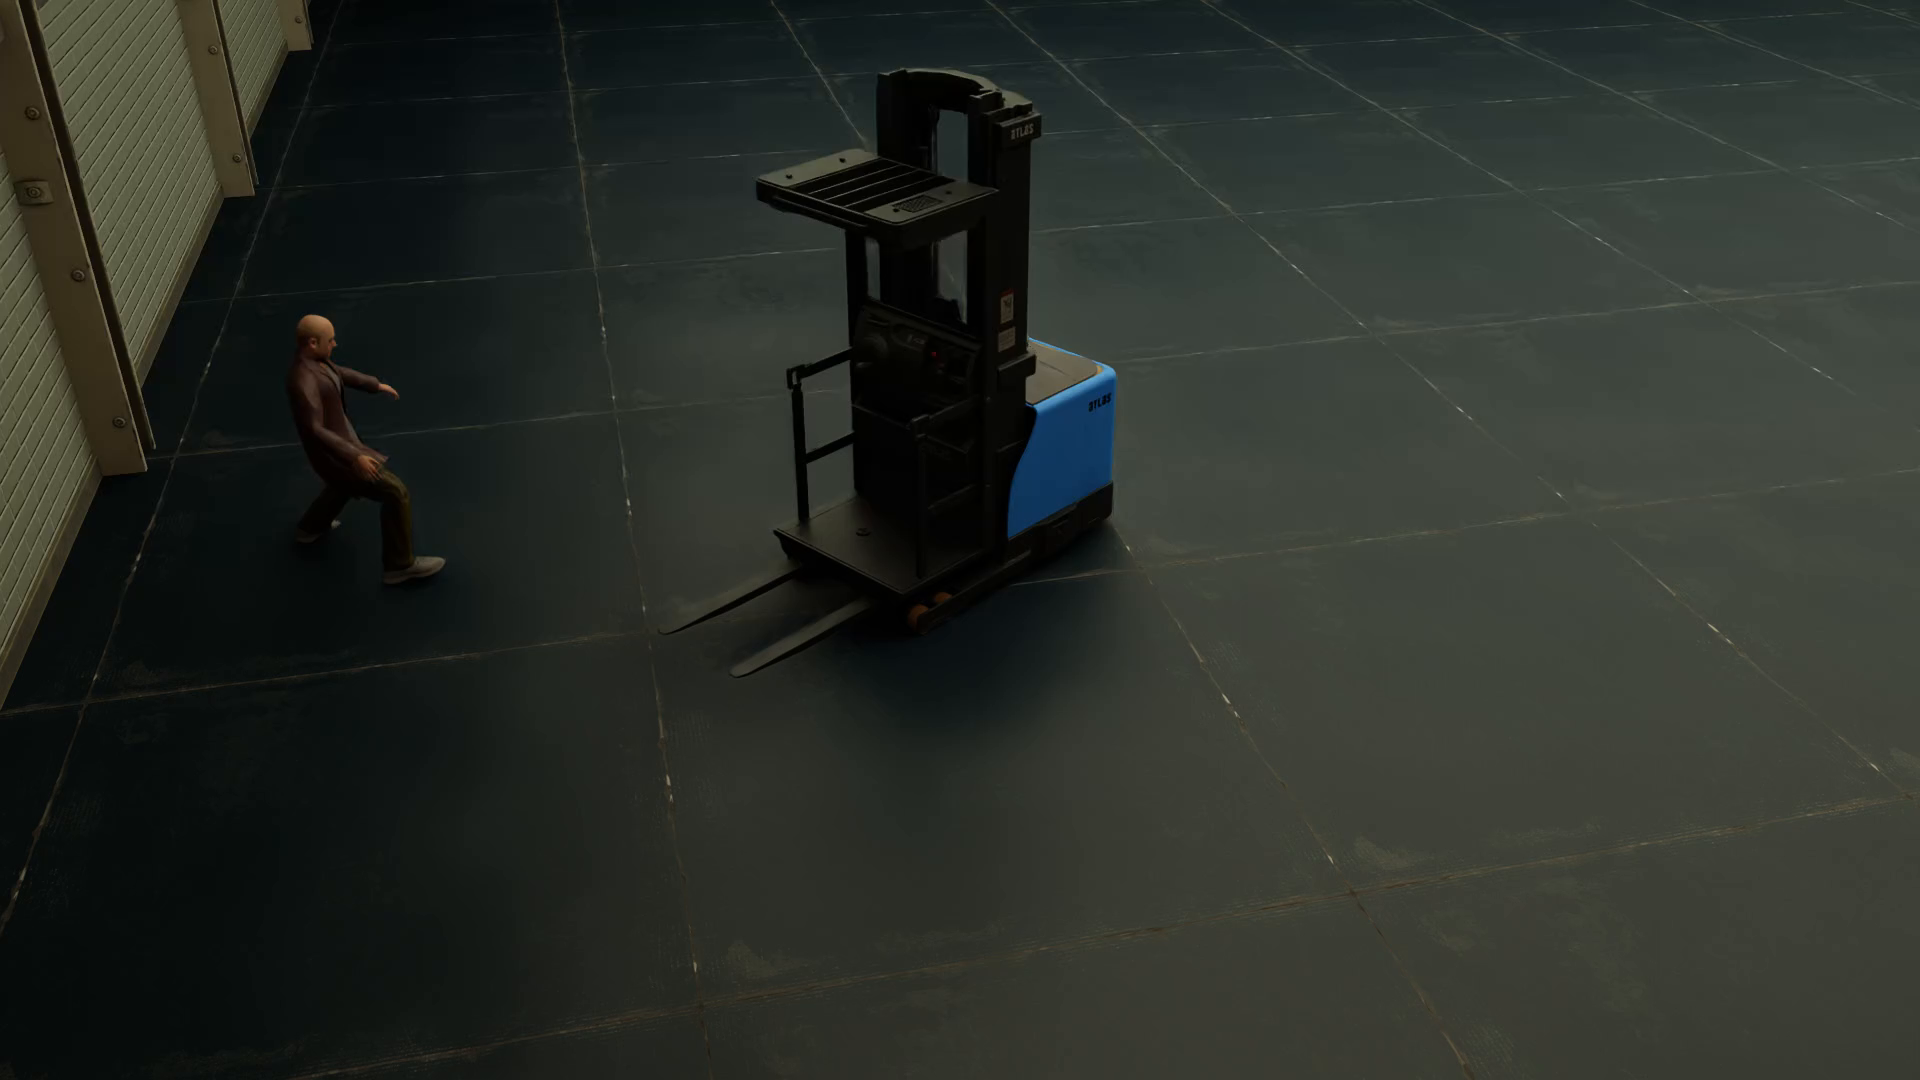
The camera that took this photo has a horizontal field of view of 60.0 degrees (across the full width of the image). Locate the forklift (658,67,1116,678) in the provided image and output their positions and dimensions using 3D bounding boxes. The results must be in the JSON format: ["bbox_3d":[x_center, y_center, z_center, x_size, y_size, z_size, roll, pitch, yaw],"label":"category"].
[{"bbox_3d":[-0.398,-1.016,9.329,1.130,2.935,3.031,25,38,36],"label":"forklift"}]

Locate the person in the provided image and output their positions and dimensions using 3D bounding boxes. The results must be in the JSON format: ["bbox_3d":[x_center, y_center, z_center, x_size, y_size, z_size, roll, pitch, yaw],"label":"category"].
[{"bbox_3d":[-3.667,-0.598,9.984,0.920,1.636,1.022,-7,31,-12],"label":"person"}]
